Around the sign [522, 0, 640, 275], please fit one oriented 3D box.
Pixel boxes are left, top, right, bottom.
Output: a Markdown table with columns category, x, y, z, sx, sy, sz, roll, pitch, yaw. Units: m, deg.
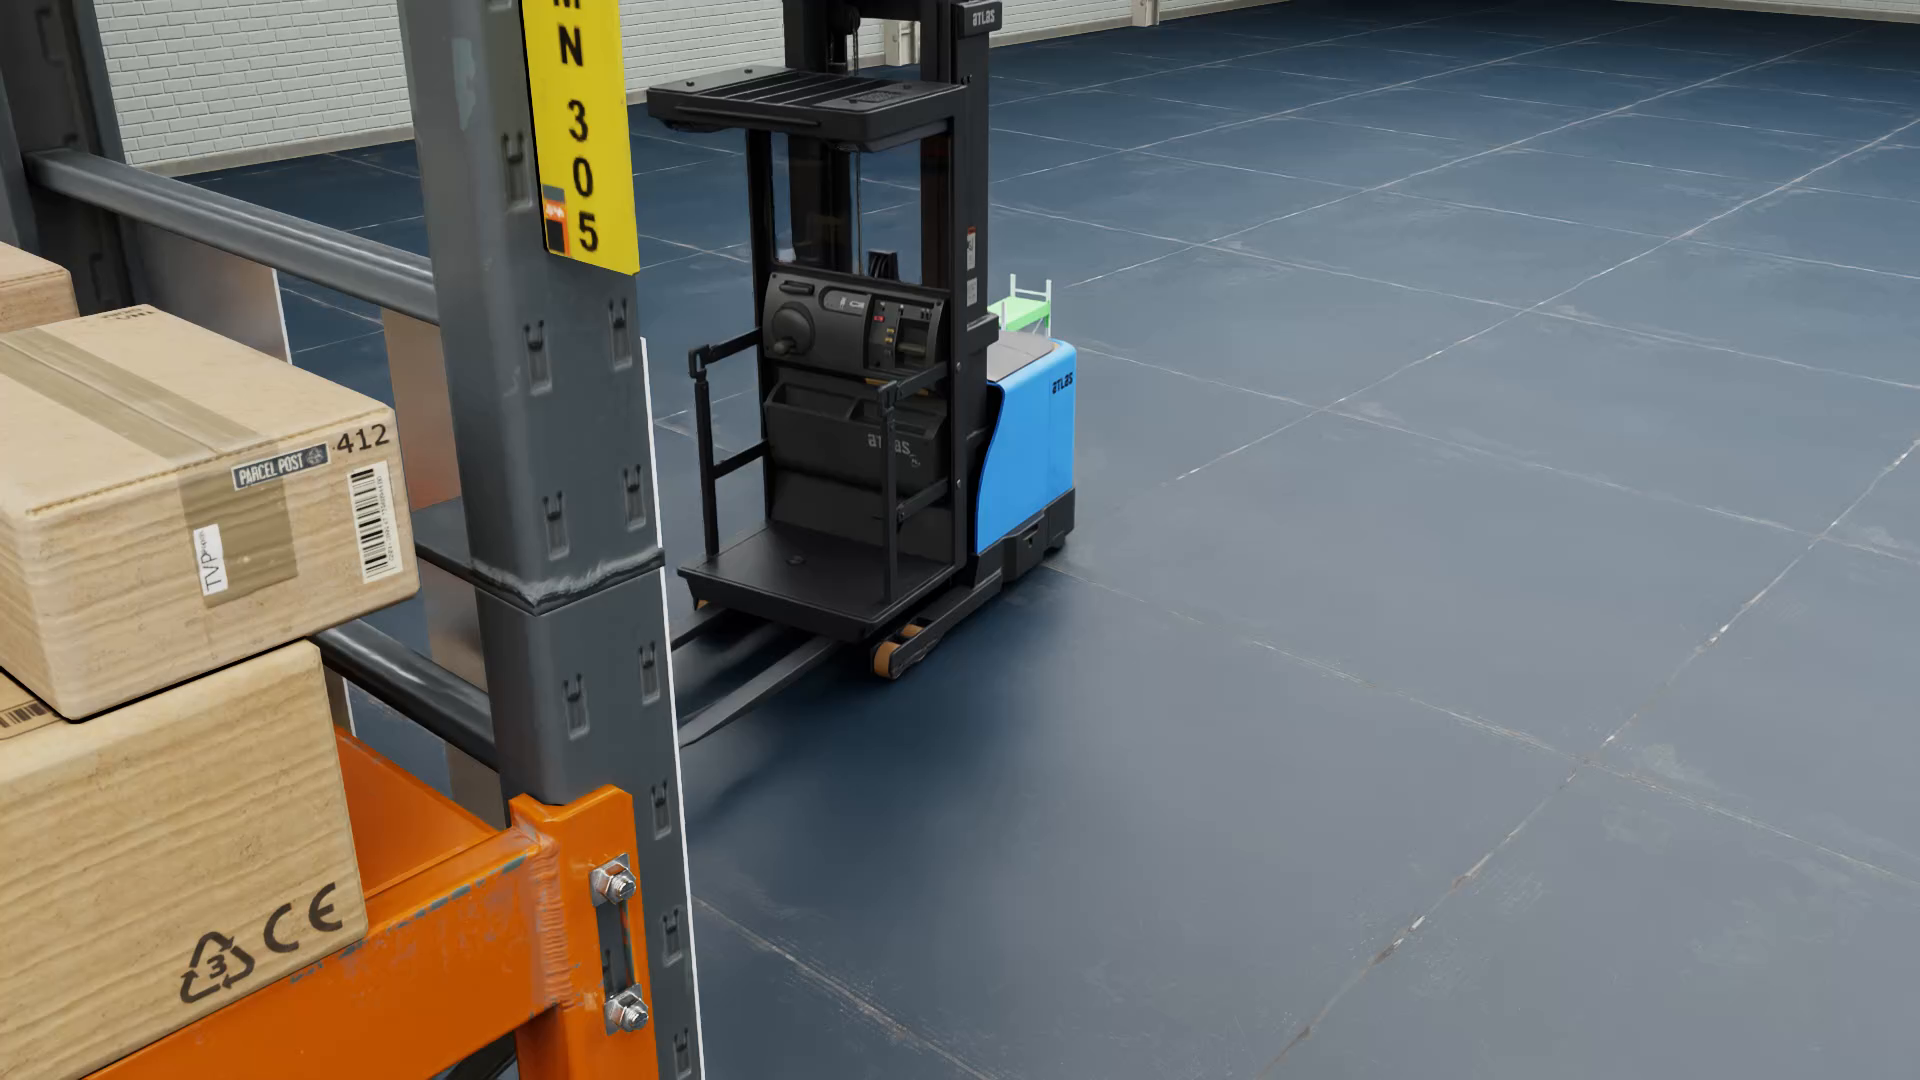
| category | x | y | z | sx | sy | sz | roll | pitch | yaw |
| --- | --- | --- | --- | --- | --- | --- | --- | --- | --- |
| sign | -0.257 | -0.343 | 1.099 | 0.100 | 0.325 | 0.005 | 20 | 31 | 38 |

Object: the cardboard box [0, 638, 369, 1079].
| category | x | y | z | sx | sy | sz | roll | pitch | yaw |
| --- | --- | --- | --- | --- | --- | --- | --- | --- | --- |
| cardboard box | -0.790 | 0.188 | 1.180 | 0.500 | 0.250 | 0.500 | 21 | 32 | 39 |

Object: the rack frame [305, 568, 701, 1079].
| category | x | y | z | sx | sy | sz | roll | pitch | yaw |
| --- | --- | --- | --- | --- | --- | --- | --- | --- | --- |
| rack frame | -0.657 | 1.272 | 2.246 | 1.000 | 3.000 | 0.127 | 20 | 31 | 38 |

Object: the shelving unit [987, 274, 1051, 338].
| category | x | y | z | sx | sy | sz | roll | pitch | yaw |
| --- | --- | --- | --- | --- | --- | --- | --- | --- | --- |
| shelving unit | 0.257 | -0.786 | 9.037 | 0.258 | 1.200 | 0.503 | 14 | 28 | 28 |

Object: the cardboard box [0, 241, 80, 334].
| category | x | y | z | sx | sy | sz | roll | pitch | yaw |
| --- | --- | --- | --- | --- | --- | --- | --- | --- | --- |
| cardboard box | -1.013 | -0.189 | 1.535 | 0.380 | 0.149 | 0.250 | 20 | 31 | 37 |

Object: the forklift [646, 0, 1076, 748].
| category | x | y | z | sx | sy | sz | roll | pitch | yaw |
| --- | --- | --- | --- | --- | --- | --- | --- | --- | --- |
| forklift | -0.590 | -0.935 | 7.253 | 1.130 | 2.935 | 3.031 | 14 | 28 | 28 |

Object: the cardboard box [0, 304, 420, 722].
| category | x | y | z | sx | sy | sz | roll | pitch | yaw |
| --- | --- | --- | --- | --- | --- | --- | --- | --- | --- |
| cardboard box | -0.610 | -0.040 | 1.202 | 0.380 | 0.149 | 0.250 | 20 | 31 | 38 |

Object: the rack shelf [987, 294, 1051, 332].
| category | x | y | z | sx | sy | sz | roll | pitch | yaw |
| --- | --- | --- | --- | --- | --- | --- | --- | --- | --- |
| rack shelf | 0.257 | -1.166 | 8.867 | 0.258 | 0.148 | 0.480 | 14 | 28 | 28 |

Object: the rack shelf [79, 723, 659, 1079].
| category | x | y | z | sx | sy | sz | roll | pitch | yaw |
| --- | --- | --- | --- | --- | --- | --- | --- | --- | --- |
| rack shelf | -1.992 | 0.841 | 0.420 | 1.077 | 0.370 | 4.000 | 20 | 31 | 38 |

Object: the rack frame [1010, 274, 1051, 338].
| category | x | y | z | sx | sy | sz | roll | pitch | yaw |
| --- | --- | --- | --- | --- | --- | --- | --- | --- | --- |
| rack frame | 0.382 | -0.872 | 9.228 | 0.240 | 1.200 | 0.015 | 14 | 28 | 28 |

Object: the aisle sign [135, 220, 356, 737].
| category | x | y | z | sx | sy | sz | roll | pitch | yaw |
| --- | --- | --- | --- | --- | --- | --- | --- | --- | --- |
| aisle sign | -0.839 | -0.015 | 1.939 | 0.394 | 0.787 | 0.004 | 20 | 31 | 38 |

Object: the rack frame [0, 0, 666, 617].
| category | x | y | z | sx | sy | sz | roll | pitch | yaw |
| --- | --- | --- | --- | --- | --- | --- | --- | --- | --- |
| rack frame | -0.657 | -1.465 | 1.018 | 1.000 | 3.000 | 0.127 | 20 | 31 | 38 |

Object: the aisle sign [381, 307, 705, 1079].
| category | x | y | z | sx | sy | sz | roll | pitch | yaw |
| --- | --- | --- | --- | --- | --- | --- | --- | --- | --- |
| aisle sign | -0.393 | 0.149 | 1.573 | 0.394 | 0.787 | 0.004 | 20 | 31 | 38 |

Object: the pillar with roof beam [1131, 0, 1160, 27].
| category | x | y | z | sx | sy | sz | roll | pitch | yaw |
| --- | --- | --- | --- | --- | --- | --- | --- | --- | --- |
| pillar with roof beam | 6.352 | -11.696 | 23.836 | 9.100 | 9.000 | 0.400 | 20 | 31 | 38 |

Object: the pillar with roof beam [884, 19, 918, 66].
| category | x | y | z | sx | sy | sz | roll | pitch | yaw |
| --- | --- | --- | --- | --- | --- | --- | --- | --- | --- |
| pillar with roof beam | 2.347 | -9.868 | 19.759 | 9.100 | 9.000 | 0.400 | 20 | 31 | 38 |

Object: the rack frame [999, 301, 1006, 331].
| category | x | y | z | sx | sy | sz | roll | pitch | yaw |
| --- | --- | --- | --- | --- | --- | --- | --- | --- | --- |
| rack frame | 0.131 | -0.701 | 8.846 | 0.240 | 1.200 | 0.015 | 14 | 28 | 28 |
